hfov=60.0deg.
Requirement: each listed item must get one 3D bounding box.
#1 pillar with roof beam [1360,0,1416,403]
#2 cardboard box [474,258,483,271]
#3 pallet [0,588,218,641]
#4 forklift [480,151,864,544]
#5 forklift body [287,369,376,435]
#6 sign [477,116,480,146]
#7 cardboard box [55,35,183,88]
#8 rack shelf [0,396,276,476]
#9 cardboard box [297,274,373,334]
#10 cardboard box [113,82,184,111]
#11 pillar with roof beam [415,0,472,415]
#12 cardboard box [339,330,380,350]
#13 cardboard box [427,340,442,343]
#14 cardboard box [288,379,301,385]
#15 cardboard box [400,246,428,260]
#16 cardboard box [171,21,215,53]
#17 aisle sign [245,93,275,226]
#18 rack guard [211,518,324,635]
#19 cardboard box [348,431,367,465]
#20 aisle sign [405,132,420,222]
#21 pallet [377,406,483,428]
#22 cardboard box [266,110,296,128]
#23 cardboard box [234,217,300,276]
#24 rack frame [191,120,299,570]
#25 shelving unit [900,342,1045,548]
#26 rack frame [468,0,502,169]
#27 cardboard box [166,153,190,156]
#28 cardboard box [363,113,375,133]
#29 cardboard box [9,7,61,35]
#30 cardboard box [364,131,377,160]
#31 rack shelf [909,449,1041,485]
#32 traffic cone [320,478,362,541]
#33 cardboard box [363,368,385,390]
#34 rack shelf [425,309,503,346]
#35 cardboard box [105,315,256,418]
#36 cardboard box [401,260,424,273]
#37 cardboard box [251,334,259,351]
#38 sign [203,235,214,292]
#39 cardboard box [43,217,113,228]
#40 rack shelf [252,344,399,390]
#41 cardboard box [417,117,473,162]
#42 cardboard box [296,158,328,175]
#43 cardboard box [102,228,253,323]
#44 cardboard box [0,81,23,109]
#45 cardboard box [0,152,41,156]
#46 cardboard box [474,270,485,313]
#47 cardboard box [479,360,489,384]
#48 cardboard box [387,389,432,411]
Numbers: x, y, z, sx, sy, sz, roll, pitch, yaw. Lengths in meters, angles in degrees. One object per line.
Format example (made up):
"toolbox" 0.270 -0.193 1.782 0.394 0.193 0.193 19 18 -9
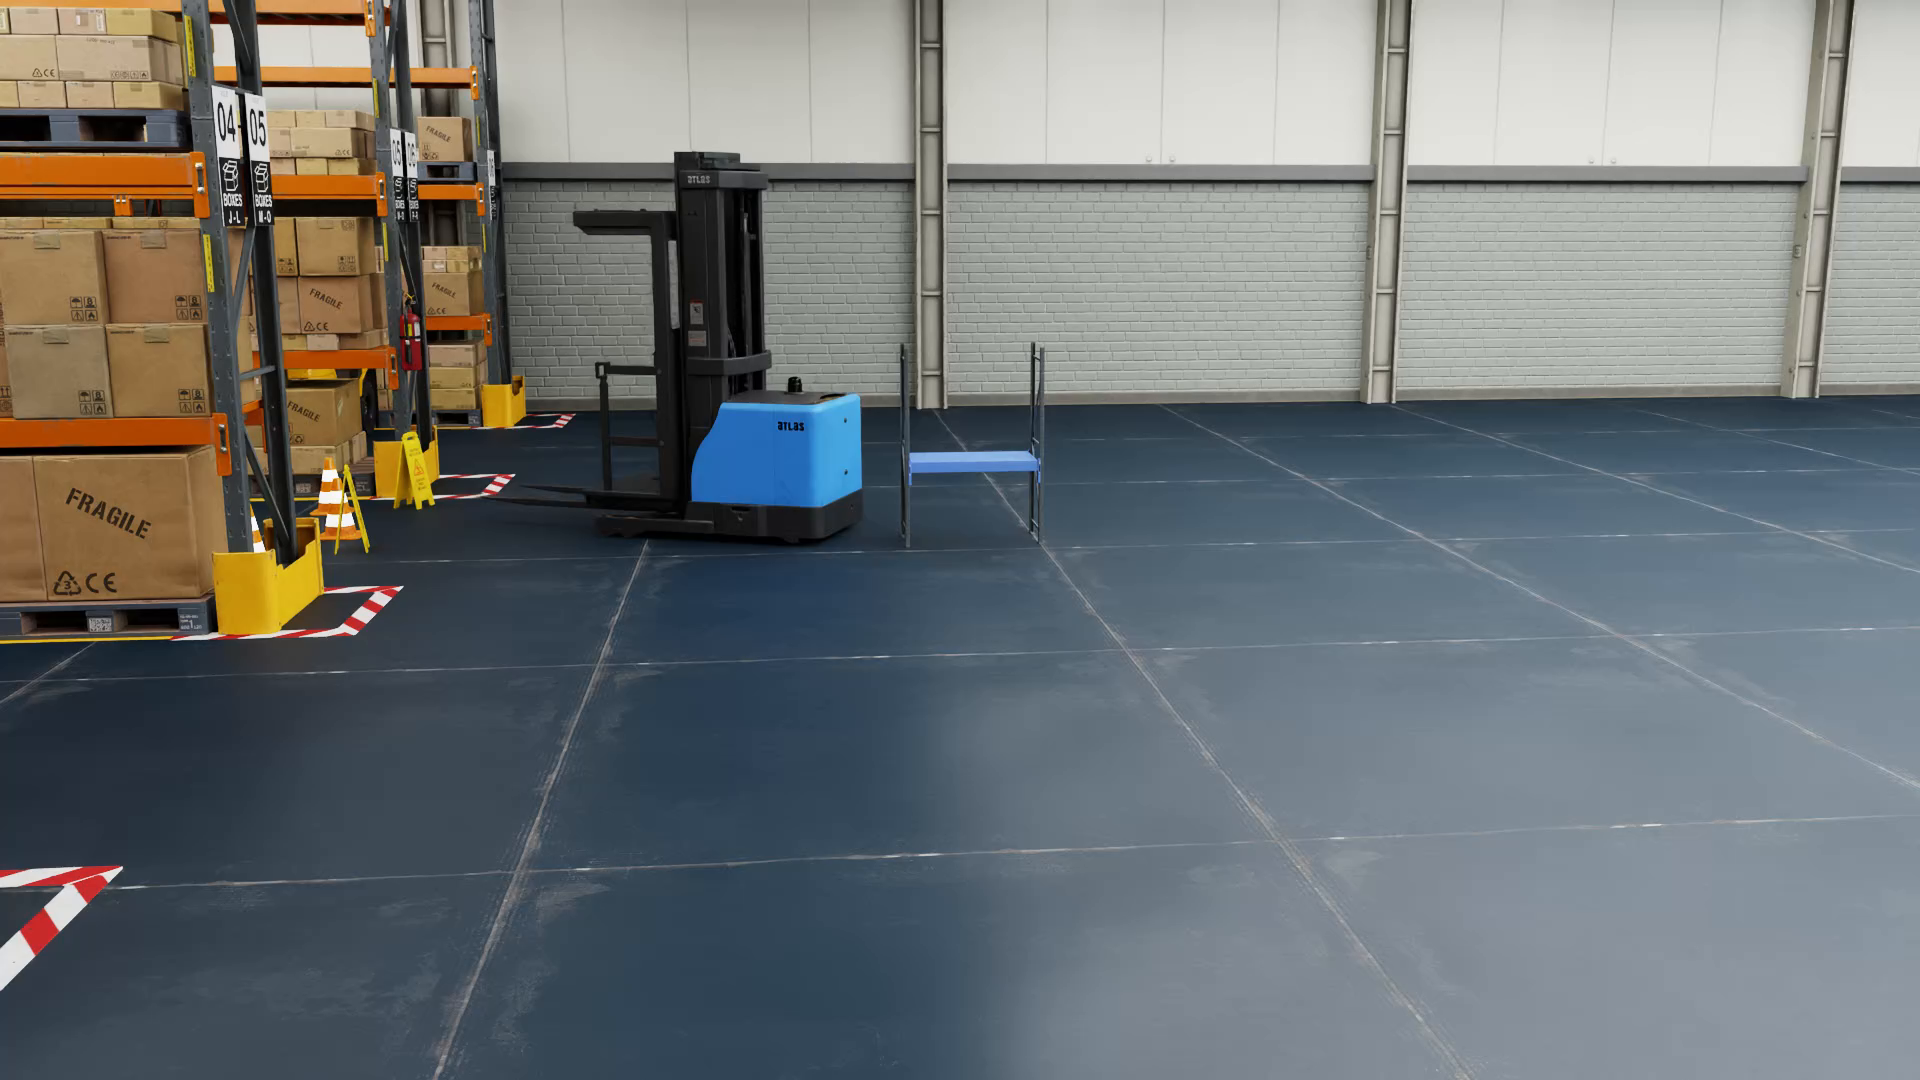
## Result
"pillar with roof beam" 6.057 -5.440 17.210 0.400 9.000 9.100 -1 11 -6
"cardboard box" -5.914 -3.323 20.057 0.250 0.149 0.380 -1 11 -8
"pallet" -5.160 0.386 10.360 1.213 0.211 1.003 -1 11 -6
"forklift" -2.353 -1.549 13.150 3.031 2.935 1.130 3 12 16
"forklift body" -7.237 -2.108 18.013 1.214 2.155 2.313 -1 11 -6
"sign" -5.504 -4.677 19.014 0.005 0.325 0.100 -1 11 -6
"cardboard box" -4.830 -2.750 9.574 0.500 0.250 0.500 -1 11 -5
"rack shelf" -6.362 -0.620 10.110 4.000 0.370 1.077 -1 11 -6
"cardboard box" -5.519 -2.092 14.705 0.500 0.500 0.500 -1 11 -7
"cardboard box" -4.668 -2.546 9.571 0.250 0.149 0.380 -1 11 -6
"pillar with roof beam" -5.873 -5.190 15.939 0.400 9.000 9.100 -1 11 -6
"cardboard box" -5.357 -1.790 14.846 0.250 0.149 0.380 -1 11 -4
"cardboard box" -6.543 -2.276 20.117 0.500 0.250 0.500 -1 11 -6
"cardboard box" -6.383 -1.210 15.344 0.500 0.500 0.500 -2 11 -8
"cardboard box" -6.381 -3.357 19.457 0.250 0.149 0.380 -1 11 -5
"cardboard box" -4.740 -3.063 10.135 0.250 0.149 0.380 -1 11 -5
"aisle sign" -4.336 -2.349 10.302 0.004 0.787 0.394 -1 11 -6
"rack guard" -4.350 0.212 10.496 0.348 0.500 1.175 -1 11 -6
"cardboard box" -5.841 -0.855 15.479 0.500 0.250 0.500 -1 11 -7
"aisle sign" -4.981 -3.298 15.128 0.004 0.787 0.394 -1 11 -6
"pallet" -6.304 -1.521 20.059 1.213 0.211 1.003 -1 11 -6
"cardboard box" -5.825 -3.631 14.369 0.250 0.149 0.380 -1 11 -7
"cardboard box" -5.997 -2.586 14.622 0.500 0.500 0.700 -1 11 -6
"rack frame" -4.374 -1.014 10.252 0.127 3.000 1.000 -1 11 -6
"shelving unit" 0.085 -0.738 12.732 1.048 1.500 0.538 -1 11 -6
"rack frame" -5.549 -5.857 19.333 0.127 3.000 1.000 -1 11 -6
"cardboard box" -6.504 -3.422 14.338 0.500 0.250 0.500 -1 11 -4
"cardboard box" -5.384 -3.733 14.889 0.250 0.149 0.380 -1 11 -6
"cardboard box" -5.175 -2.927 9.441 0.250 0.149 0.380 -1 11 -5
"cardboard box" -5.537 -3.546 14.973 0.500 0.250 0.500 -1 11 -7
"rack shelf" 0.085 -0.561 12.767 1.000 0.185 0.538 -1 11 -6
"traffic cone" -4.839 -0.255 12.964 0.334 0.463 0.336 -1 11 -6
"cardboard box" -7.009 -1.922 19.614 0.500 0.250 0.500 -1 11 -7
"rack shelf" -7.537 -2.519 19.769 4.000 0.370 1.077 -1 11 -6
"cardboard box" -4.738 -1.072 10.154 0.550 0.550 0.875 -1 11 -6
"cardboard box" -6.378 -3.215 19.506 0.250 0.149 0.380 -1 11 -5
"cardboard box" -6.107 -1.751 14.648 0.250 0.149 0.380 -1 11 -5
"sign" -4.329 -1.594 9.587 0.005 0.325 0.100 -1 11 -6
"cardboard box" -7.512 -2.543 14.406 0.500 0.500 0.700 -1 11 -7
"rack shelf" -6.997 -1.567 14.928 4.000 0.370 1.077 -1 11 -6
"cardboard box" -5.962 -4.633 19.278 0.500 0.500 0.500 -1 11 -4
"cardboard box" -5.577 -3.238 14.436 0.250 0.149 0.380 -1 11 -6
"cardboard box" -4.747 -1.618 10.132 0.550 0.550 0.875 -1 11 -6
"cardboard box" -5.425 -2.530 9.491 0.250 0.149 0.380 -1 11 -6
"cardboard box" -8.007 -3.392 14.186 0.500 0.250 0.500 -1 11 -7
"cardboard box" -6.071 -3.005 20.120 0.500 0.500 0.500 -1 11 -4
"cardboard box" -6.038 -2.046 20.241 0.500 0.250 0.500 -1 11 -5
"cardboard box" -6.477 -1.691 19.735 0.500 0.250 0.500 -1 11 -6
